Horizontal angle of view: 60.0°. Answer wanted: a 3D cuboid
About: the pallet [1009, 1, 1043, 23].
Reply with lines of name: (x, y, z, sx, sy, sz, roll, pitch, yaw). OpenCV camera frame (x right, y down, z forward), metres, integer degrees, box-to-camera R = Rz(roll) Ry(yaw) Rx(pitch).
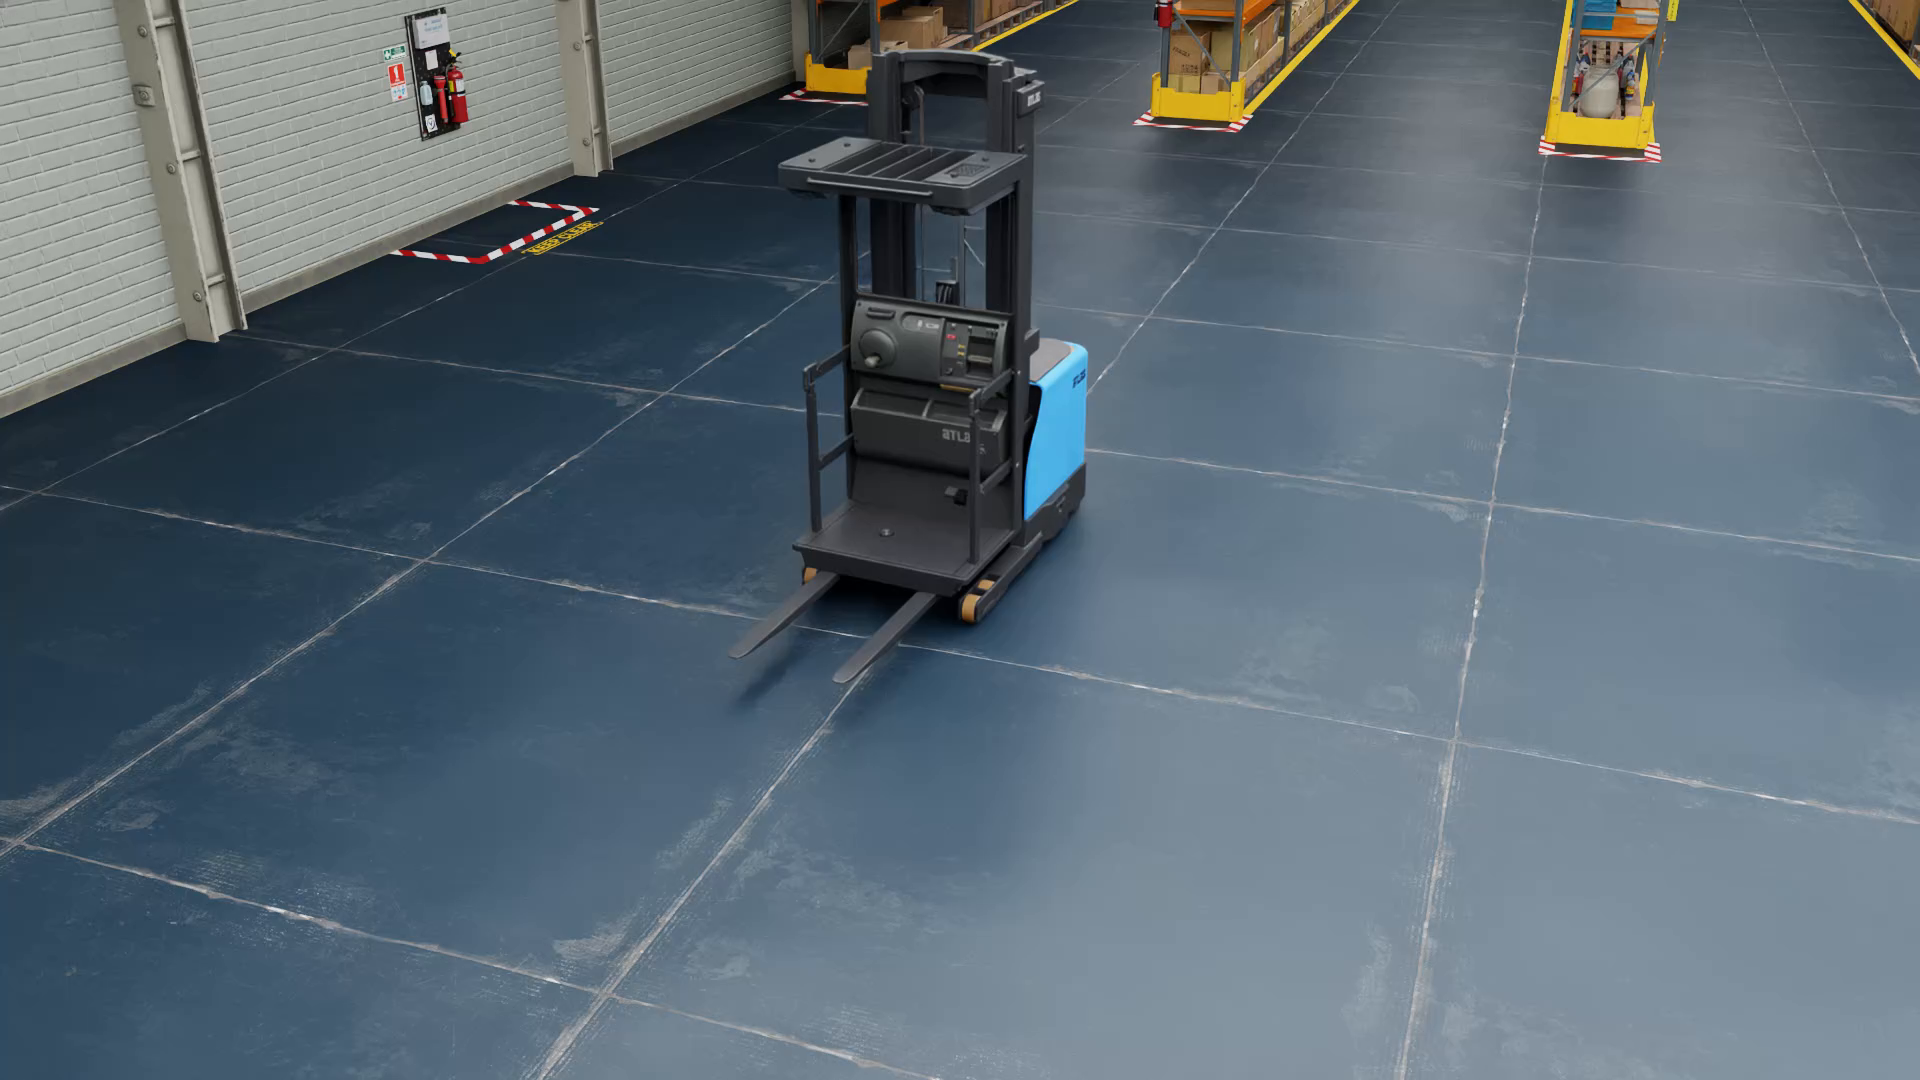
pallet: (0.810, -9.296, 29.208, 1.003, 0.211, 1.213, 9, 27, 17)

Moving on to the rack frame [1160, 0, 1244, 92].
rack frame: (3.082, -6.868, 20.993, 1.000, 3.000, 0.127, 9, 27, 17)

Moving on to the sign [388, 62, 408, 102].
sign: (-5.310, -4.326, 15.701, 0.001, 0.329, 0.234, 9, 27, 17)

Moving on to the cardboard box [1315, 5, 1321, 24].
cardboard box: (5.631, -8.643, 27.332, 0.500, 0.250, 0.500, 8, 27, 17)

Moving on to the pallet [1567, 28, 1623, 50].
pallet: (10.120, -7.868, 26.258, 1.003, 0.211, 1.213, 9, 27, 17)

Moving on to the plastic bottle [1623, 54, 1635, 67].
plastic bottle: (9.077, -6.412, 22.586, 0.144, 0.351, 0.185, 7, 27, 15)

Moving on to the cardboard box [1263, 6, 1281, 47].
cardboard box: (4.288, -7.375, 23.852, 0.500, 0.500, 0.500, 9, 27, 17)

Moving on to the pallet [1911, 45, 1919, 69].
pallet: (14.823, -7.141, 24.757, 1.003, 0.211, 1.213, 9, 27, 17)

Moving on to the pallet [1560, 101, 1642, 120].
pallet: (8.008, -5.264, 20.880, 1.003, 0.211, 1.213, 9, 27, 17)

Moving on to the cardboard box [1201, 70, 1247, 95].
cardboard box: (3.470, -6.007, 21.889, 0.500, 0.250, 0.500, 9, 27, 17)

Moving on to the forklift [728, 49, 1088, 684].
forklift: (-0.264, -1.065, 9.086, 1.130, 2.935, 3.031, 11, 28, 22)

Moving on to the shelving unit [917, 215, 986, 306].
shelving unit: (-0.003, -1.361, 11.340, 0.587, 1.500, 1.083, 12, 28, 24)

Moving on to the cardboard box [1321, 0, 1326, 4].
cardboard box: (5.802, -9.108, 27.650, 0.500, 0.311, 0.500, 9, 27, 19)

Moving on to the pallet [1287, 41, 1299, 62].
pallet: (4.622, -7.565, 25.632, 1.003, 0.211, 1.213, 9, 27, 17)

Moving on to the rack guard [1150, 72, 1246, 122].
rack guard: (3.074, -5.733, 21.517, 1.175, 0.500, 0.348, 9, 27, 17)

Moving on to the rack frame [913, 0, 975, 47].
rack frame: (-0.259, -9.228, 25.868, 1.000, 3.000, 0.127, 9, 27, 17)

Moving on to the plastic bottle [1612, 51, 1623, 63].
plastic bottle: (9.004, -6.512, 22.792, 0.144, 0.351, 0.185, 9, 27, 17)

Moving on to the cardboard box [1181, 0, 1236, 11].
cardboard box: (3.249, -7.103, 21.363, 0.700, 0.500, 0.500, 9, 27, 17)

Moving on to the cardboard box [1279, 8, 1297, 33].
cardboard box: (4.786, -7.849, 25.049, 0.500, 0.311, 0.500, 9, 27, 18)

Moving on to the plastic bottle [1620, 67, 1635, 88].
plastic bottle: (8.911, -6.180, 22.192, 0.152, 0.276, 0.135, 9, 27, 18)

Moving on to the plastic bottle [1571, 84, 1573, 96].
plastic bottle: (7.950, -5.905, 21.710, 0.097, 0.201, 0.097, 0, 26, 0)

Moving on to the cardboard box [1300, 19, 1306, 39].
cardboard box: (5.122, -8.016, 26.037, 0.500, 0.250, 0.500, 8, 27, 16)

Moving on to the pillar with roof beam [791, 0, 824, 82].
pillar with roof beam: (1.886, -10.074, 20.729, 9.100, 9.000, 0.400, 9, 27, 17)

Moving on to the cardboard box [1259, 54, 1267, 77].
cardboard box: (3.971, -6.624, 23.161, 0.500, 0.250, 0.500, 9, 27, 17)

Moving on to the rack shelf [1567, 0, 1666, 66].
rack shelf: (8.417, -6.646, 21.360, 1.077, 0.370, 4.000, 9, 27, 17)

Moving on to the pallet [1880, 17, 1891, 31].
pallet: (16.230, -8.778, 28.138, 1.003, 0.211, 1.213, 9, 27, 17)

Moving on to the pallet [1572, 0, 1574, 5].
pallet: (11.449, -9.513, 29.656, 1.003, 0.211, 1.213, 9, 27, 17)

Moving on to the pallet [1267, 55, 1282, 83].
pallet: (4.109, -6.936, 24.333, 1.003, 0.211, 1.213, 9, 27, 17)

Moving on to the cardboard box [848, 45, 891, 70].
cardboard box: (-1.275, -6.844, 23.523, 0.500, 0.311, 0.500, 6, 26, 12)

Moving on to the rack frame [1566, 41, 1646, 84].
rack frame: (9.083, -7.792, 22.901, 1.000, 3.000, 0.127, 9, 27, 17)

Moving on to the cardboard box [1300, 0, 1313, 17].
cardboard box: (5.296, -8.481, 26.354, 0.500, 0.311, 0.500, 10, 27, 19)

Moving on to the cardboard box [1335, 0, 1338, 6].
cardboard box: (6.334, -9.590, 28.978, 0.500, 0.500, 0.500, 8, 27, 16)

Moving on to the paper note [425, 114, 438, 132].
paper note: (-5.152, -4.063, 16.210, 0.016, 0.148, 0.142, 9, 27, 17)

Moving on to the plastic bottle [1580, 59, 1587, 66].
plastic bottle: (8.489, -6.413, 22.679, 0.097, 0.271, 0.097, 0, 26, 0)

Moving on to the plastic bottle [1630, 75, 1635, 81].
plastic bottle: (8.742, -5.914, 21.634, 0.061, 0.283, 0.133, 9, 27, 18)

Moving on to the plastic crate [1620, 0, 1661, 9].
plastic crate: (8.781, -6.969, 21.504, 0.530, 0.136, 0.437, 9, 27, 17)

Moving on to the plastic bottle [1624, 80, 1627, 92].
plastic bottle: (8.829, -6.009, 21.925, 0.097, 0.201, 0.097, 0, 26, 0)

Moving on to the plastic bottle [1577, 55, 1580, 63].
plastic bottle: (8.423, -6.526, 22.821, 0.144, 0.351, 0.185, 10, 27, 19)

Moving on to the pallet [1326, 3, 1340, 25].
pallet: (6.028, -9.202, 29.013, 1.003, 0.211, 1.213, 9, 27, 17)

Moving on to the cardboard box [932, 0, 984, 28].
cardboard box: (-0.030, -8.606, 26.947, 0.700, 0.500, 0.500, 10, 27, 19)

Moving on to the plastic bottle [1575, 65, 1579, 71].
plastic bottle: (8.157, -6.197, 22.142, 0.144, 0.351, 0.185, 10, 28, 20)

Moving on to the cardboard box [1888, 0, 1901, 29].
cardboard box: (15.638, -8.596, 26.518, 1.225, 0.875, 0.875, 9, 27, 18)

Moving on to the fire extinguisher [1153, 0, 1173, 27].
fire extinguisher: (2.605, -6.852, 21.048, 0.296, 0.674, 0.183, 9, 27, 17)

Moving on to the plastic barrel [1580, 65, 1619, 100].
plastic barrel: (8.066, -5.705, 20.963, 0.421, 0.512, 0.421, 0, 26, 0)

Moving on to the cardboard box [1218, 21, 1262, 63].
cardboard box: (3.789, -6.758, 22.578, 0.500, 0.500, 0.500, 9, 27, 17)

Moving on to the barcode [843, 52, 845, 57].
barcode: (-1.647, -6.913, 23.657, 0.001, 0.075, 0.075, 9, 27, 17)

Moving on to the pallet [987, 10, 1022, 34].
pallet: (0.403, -8.797, 28.176, 1.003, 0.211, 1.213, 9, 27, 17)

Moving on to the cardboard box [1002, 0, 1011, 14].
cardboard box: (0.461, -9.239, 28.253, 0.700, 0.500, 0.500, 9, 27, 17)

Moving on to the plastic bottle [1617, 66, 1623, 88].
plastic bottle: (8.811, -6.198, 22.222, 0.061, 0.283, 0.133, 9, 27, 17)

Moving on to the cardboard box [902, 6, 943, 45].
cardboard box: (-0.567, -7.869, 25.424, 0.500, 0.500, 0.500, 7, 27, 14)

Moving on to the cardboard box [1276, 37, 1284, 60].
cardboard box: (4.465, -7.241, 24.436, 0.500, 0.250, 0.500, 9, 27, 17)

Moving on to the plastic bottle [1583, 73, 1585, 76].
plastic bottle: (8.285, -6.131, 22.176, 0.097, 0.201, 0.097, 0, 26, 0)
